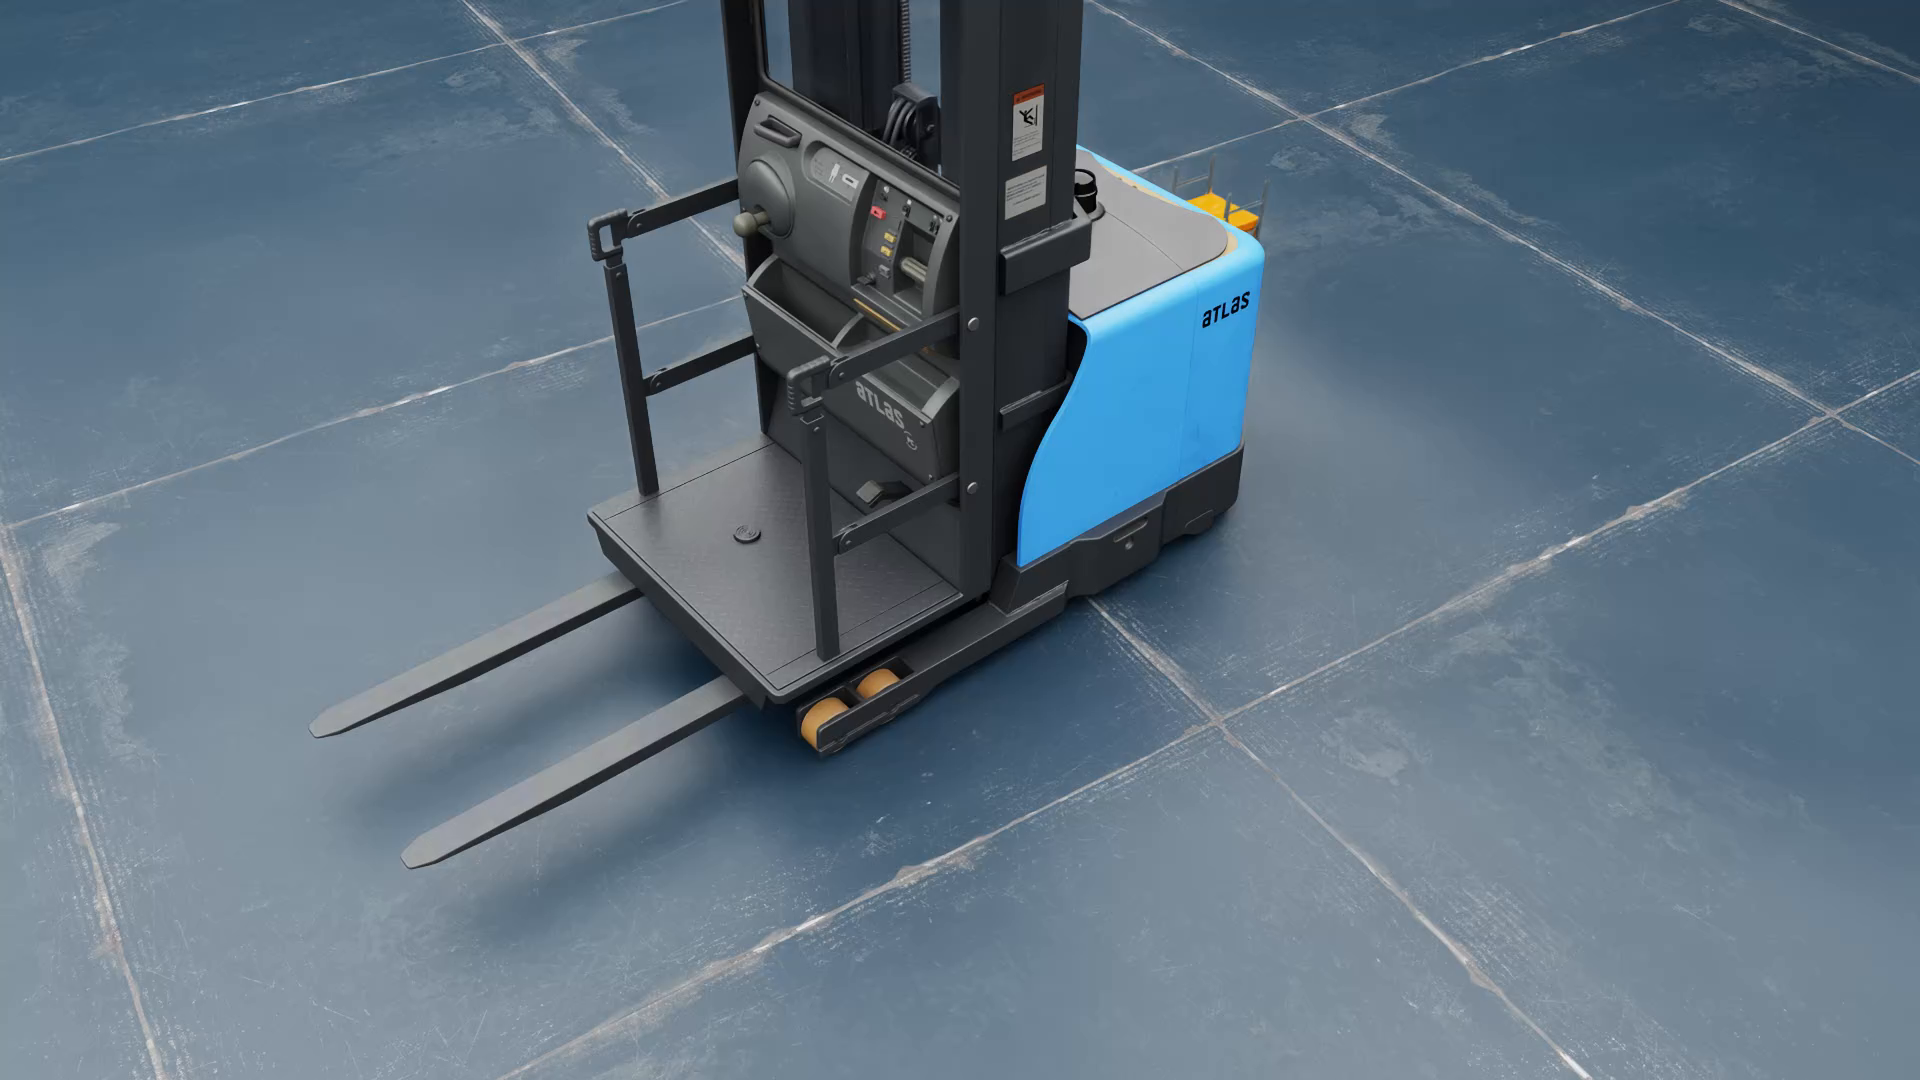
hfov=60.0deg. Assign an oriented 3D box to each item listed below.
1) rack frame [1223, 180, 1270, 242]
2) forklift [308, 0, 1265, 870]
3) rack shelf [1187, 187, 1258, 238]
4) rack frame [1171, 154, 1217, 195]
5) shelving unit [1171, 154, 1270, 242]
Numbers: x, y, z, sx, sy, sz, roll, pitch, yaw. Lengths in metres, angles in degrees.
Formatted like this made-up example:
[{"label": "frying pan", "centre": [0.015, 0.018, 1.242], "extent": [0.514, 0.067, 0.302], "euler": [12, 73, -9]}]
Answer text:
[{"label": "rack frame", "centre": [0.924, -0.748, 5.816], "extent": [0.200, 1.050, 0.008], "euler": [-24, 45, -32]}, {"label": "forklift", "centre": [-0.488, -0.870, 4.505], "extent": [3.031, 2.935, 1.130], "euler": [-28, 47, -29]}, {"label": "rack shelf", "centre": [0.863, -1.026, 5.724], "extent": [0.215, 0.259, 0.240], "euler": [-24, 45, -32]}, {"label": "rack frame", "centre": [0.769, -0.869, 5.961], "extent": [0.200, 1.050, 0.008], "euler": [-24, 45, -32]}, {"label": "shelving unit", "centre": [0.846, -0.809, 5.888], "extent": [0.215, 1.050, 0.252], "euler": [-24, 45, -32]}]
